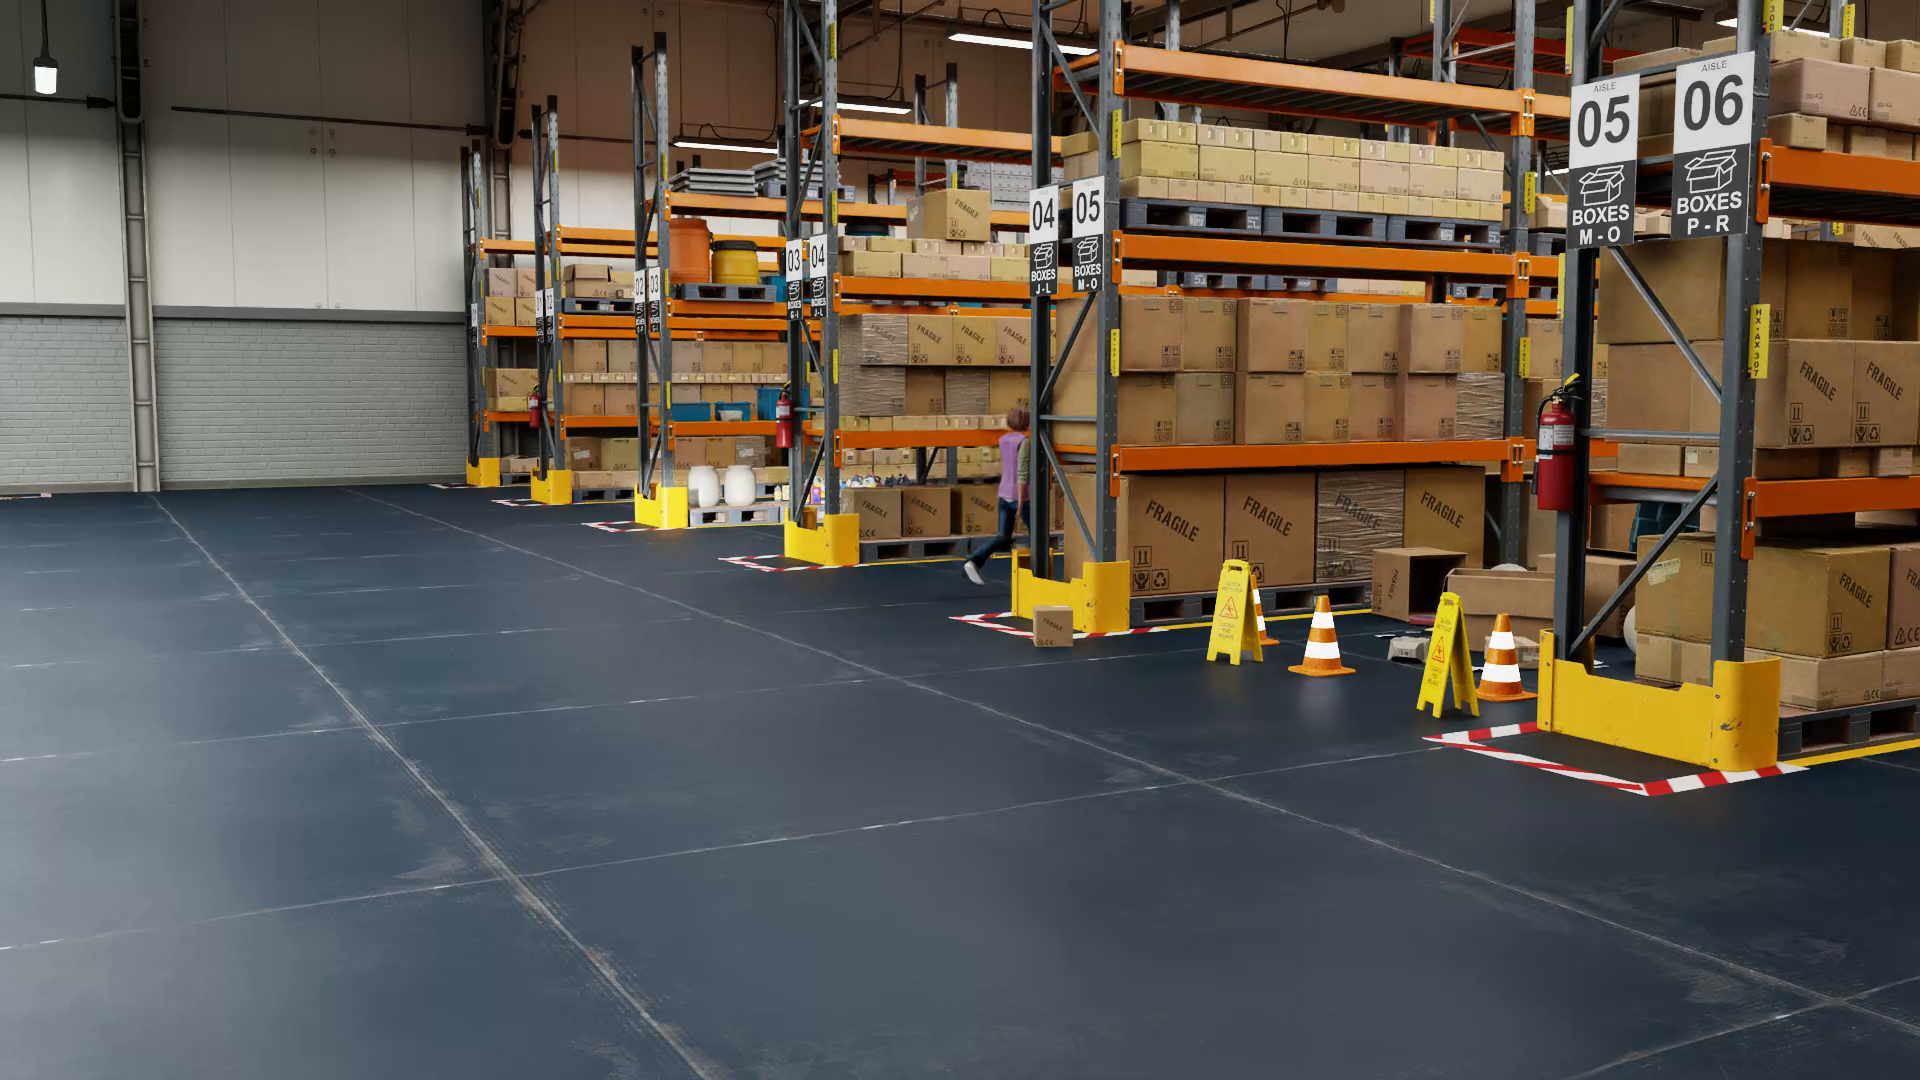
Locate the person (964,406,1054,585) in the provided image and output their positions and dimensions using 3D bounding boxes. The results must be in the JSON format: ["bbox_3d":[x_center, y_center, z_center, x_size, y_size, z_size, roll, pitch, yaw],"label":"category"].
[{"bbox_3d":[0.426,-0.346,13.923,0.861,1.555,0.437,-4,6,-36],"label":"person"}]
